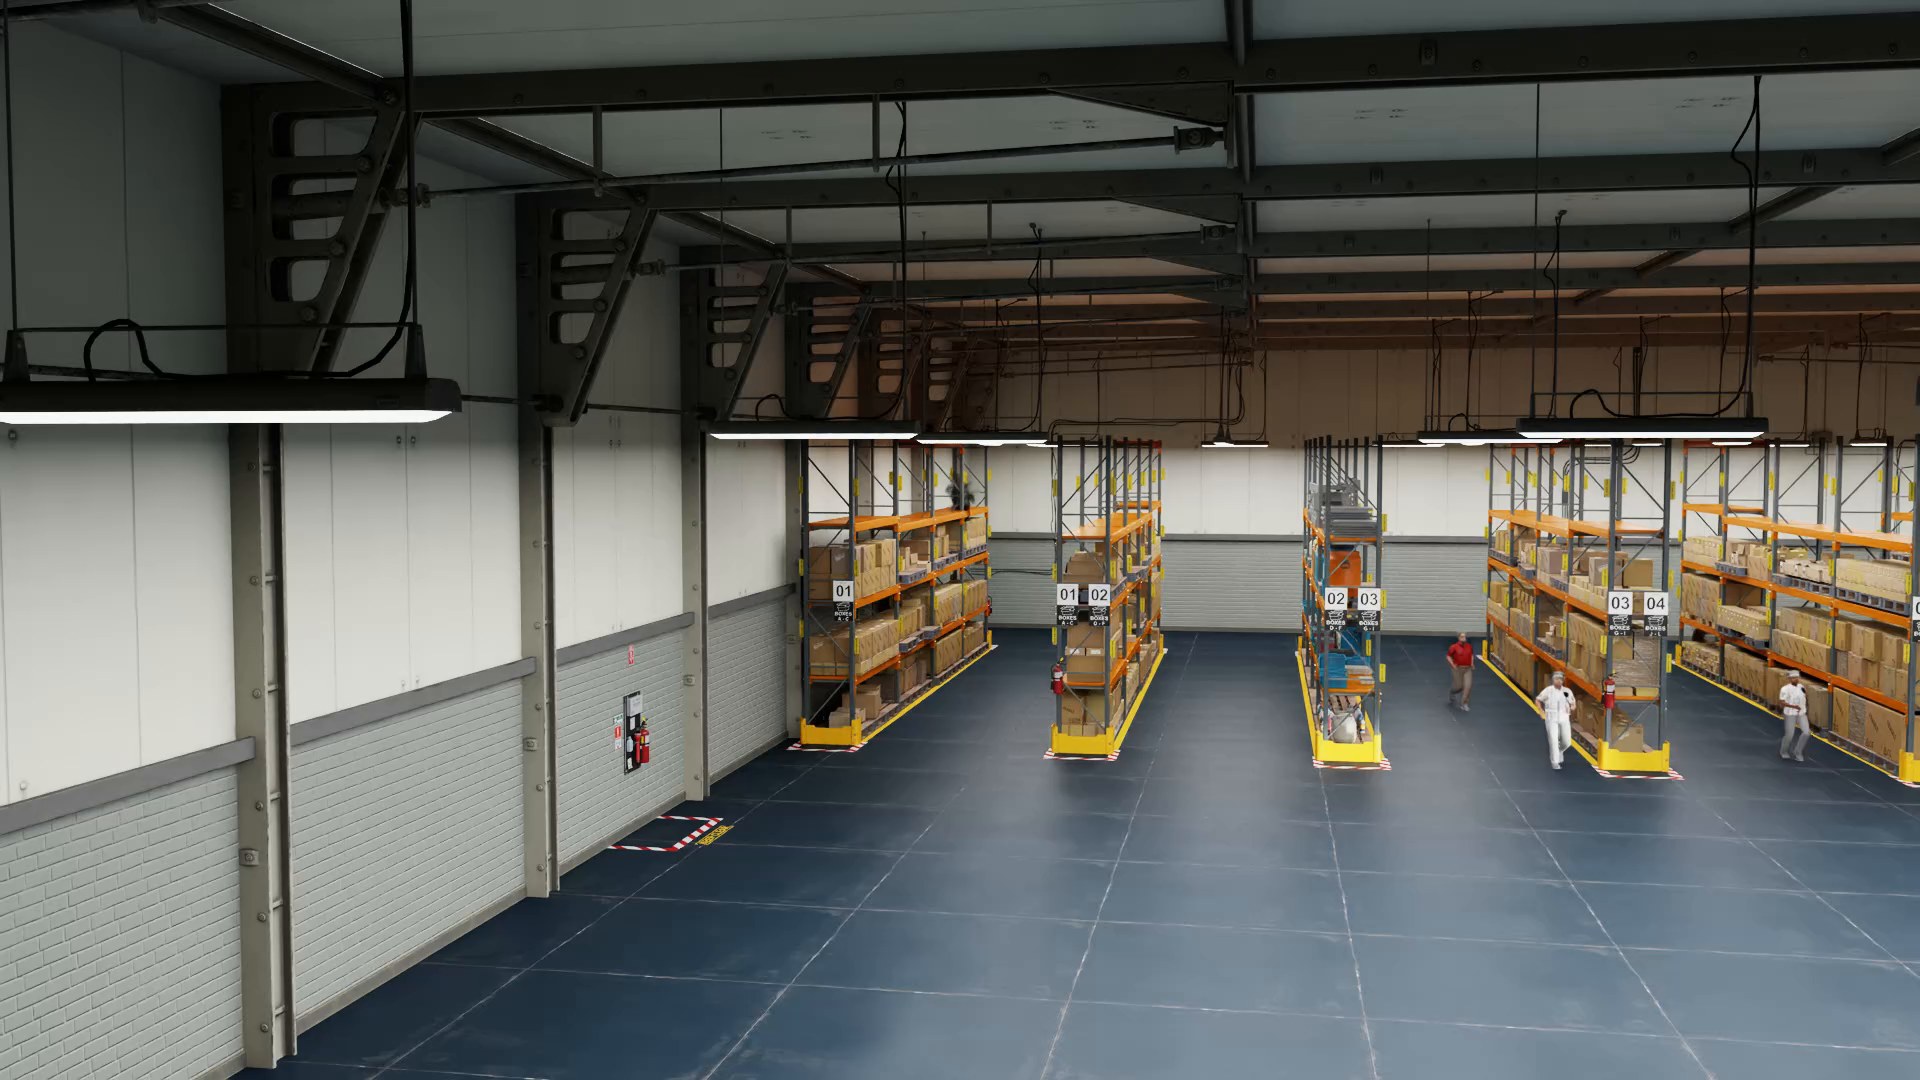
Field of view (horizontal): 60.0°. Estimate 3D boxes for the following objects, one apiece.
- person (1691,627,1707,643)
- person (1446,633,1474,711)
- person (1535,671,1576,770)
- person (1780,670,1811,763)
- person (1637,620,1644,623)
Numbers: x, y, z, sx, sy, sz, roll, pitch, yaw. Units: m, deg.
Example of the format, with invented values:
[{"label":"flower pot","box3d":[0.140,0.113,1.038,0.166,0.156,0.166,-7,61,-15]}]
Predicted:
[{"label":"person","box3d":[20.239,2.373,45.710,0.668,1.769,0.667,3,4,41]},{"label":"person","box3d":[11.107,2.898,36.851,0.662,1.707,0.775,0,3,-6]},{"label":"person","box3d":[10.755,3.233,29.974,0.690,1.741,0.767,1,3,9]},{"label":"person","box3d":[15.385,3.239,30.628,0.579,1.713,0.704,0,3,2]},{"label":"person","box3d":[18.463,2.414,45.557,0.557,1.698,0.739,-2,3,-28]}]
